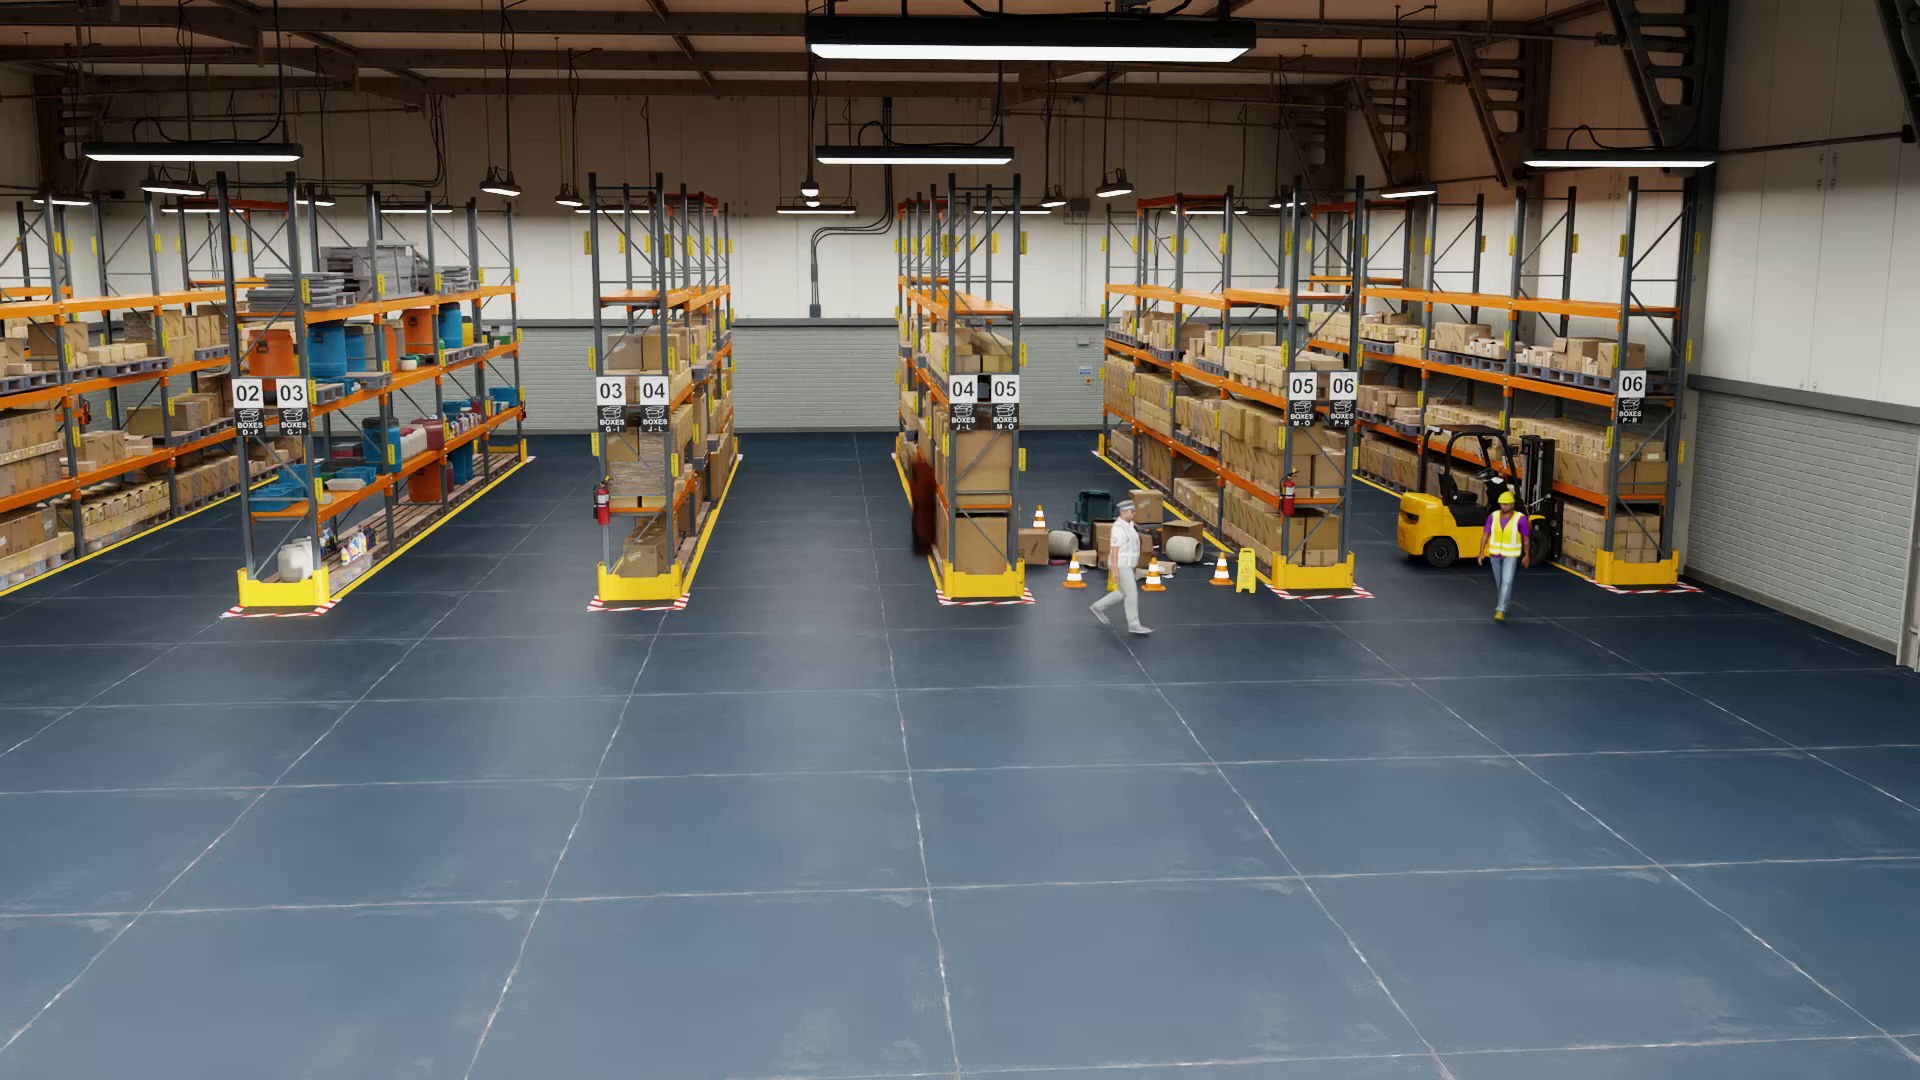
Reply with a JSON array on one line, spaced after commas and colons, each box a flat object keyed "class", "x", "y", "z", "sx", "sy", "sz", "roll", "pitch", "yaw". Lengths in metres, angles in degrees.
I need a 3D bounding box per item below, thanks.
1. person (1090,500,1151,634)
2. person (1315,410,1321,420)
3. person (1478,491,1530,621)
[{"class": "person", "x": 2.134, "y": 0.318, "z": 21.850, "sx": 0.910, "sy": 1.729, "sz": 0.591, "roll": 4, "pitch": 11, "yaw": 22}, {"class": "person", "x": 8.942, "y": -3.219, "z": 41.810, "sx": 0.839, "sy": 1.757, "sz": 0.586, "roll": 0, "pitch": 10, "yaw": 0}, {"class": "person", "x": 7.341, "y": 0.195, "z": 22.529, "sx": 0.600, "sy": 1.705, "sz": 1.030, "roll": 8, "pitch": 13, "yaw": 40}]
